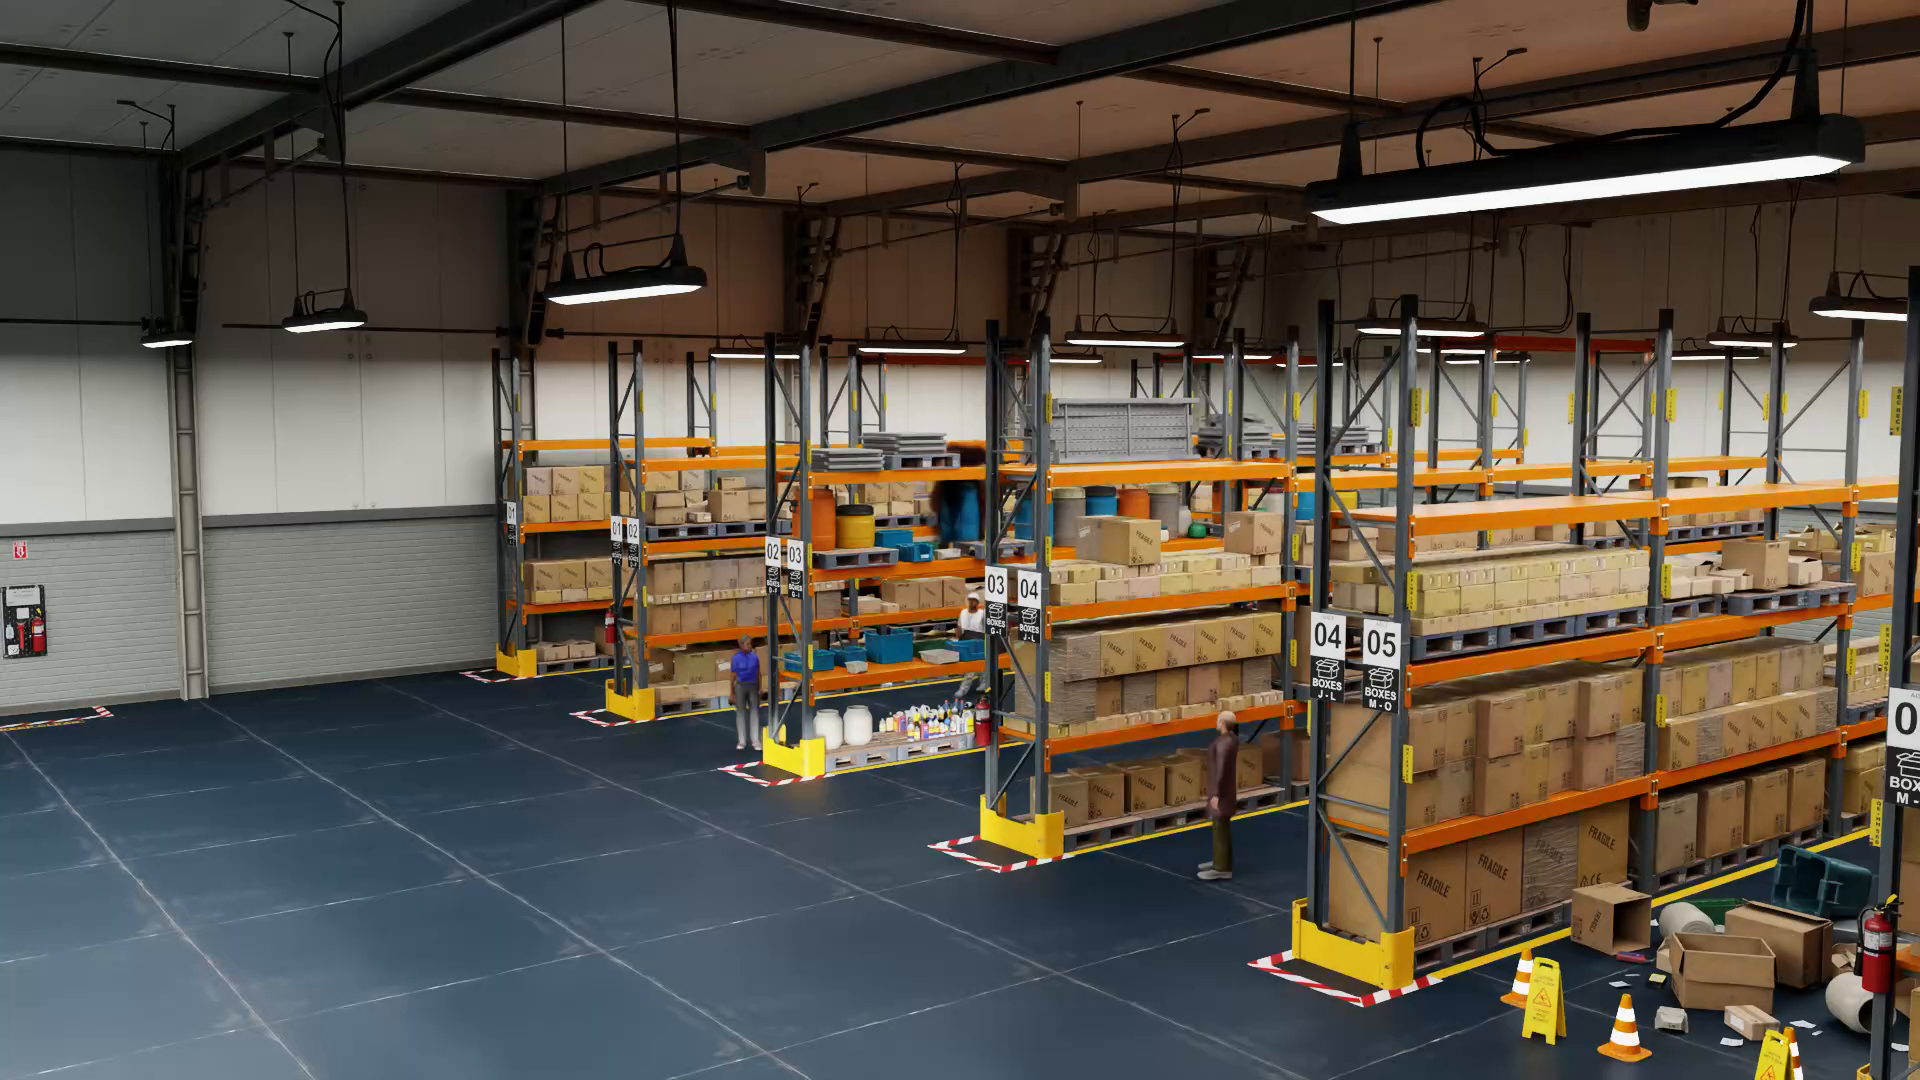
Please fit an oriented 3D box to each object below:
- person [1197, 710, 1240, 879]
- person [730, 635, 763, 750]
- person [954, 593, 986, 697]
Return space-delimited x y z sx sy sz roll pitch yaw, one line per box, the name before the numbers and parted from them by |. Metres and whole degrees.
person | 2.774 2.707 17.824 0.435 1.787 0.618 1 5 8
person | -3.104 2.202 24.147 0.473 1.667 0.398 -2 6 -26
person | 0.149 1.771 28.505 1.010 1.722 0.564 -5 7 -44
